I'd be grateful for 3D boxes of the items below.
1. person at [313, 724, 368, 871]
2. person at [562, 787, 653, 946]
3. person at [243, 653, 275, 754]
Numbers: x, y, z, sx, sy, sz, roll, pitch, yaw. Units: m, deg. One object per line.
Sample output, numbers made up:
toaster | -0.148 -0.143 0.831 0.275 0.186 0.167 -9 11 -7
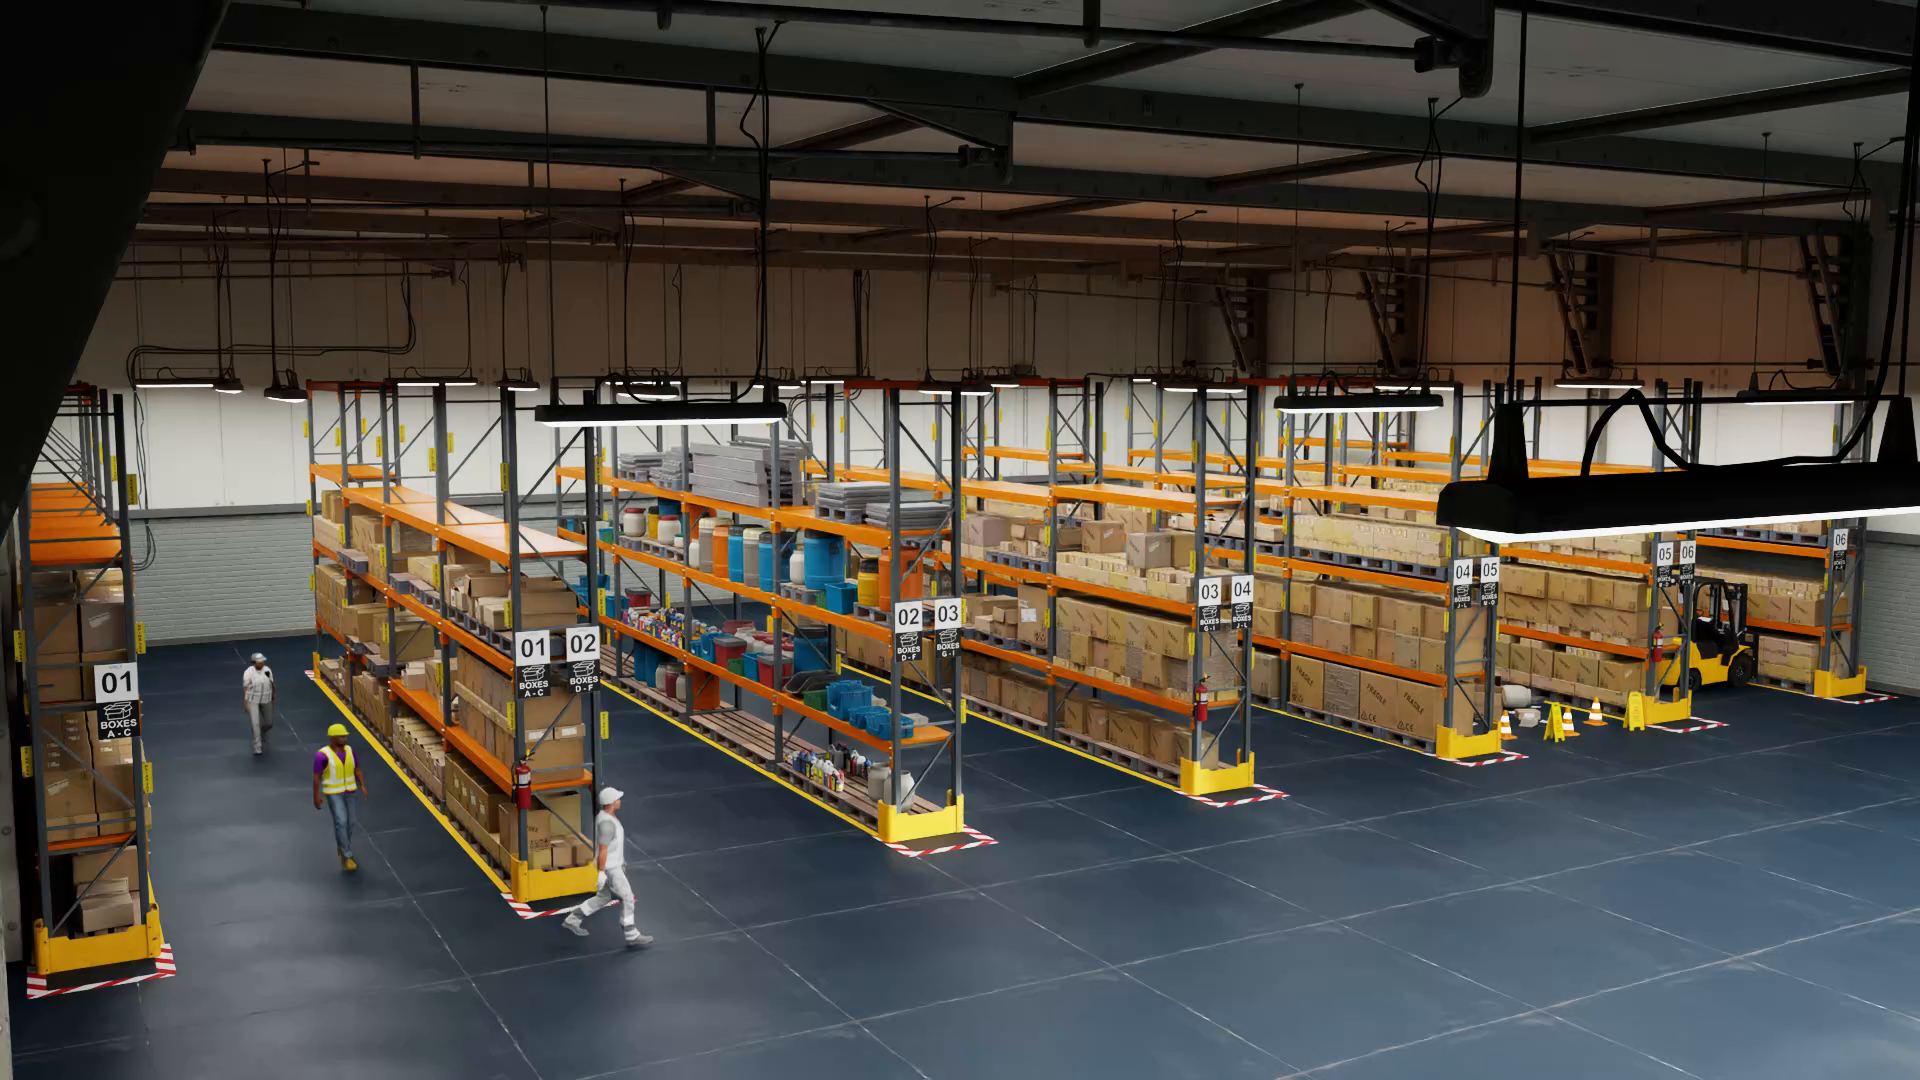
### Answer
person | -7.776 3.236 21.077 0.782 1.765 0.600 5 8 37
person | -3.840 3.539 18.044 1.002 1.758 0.627 0 6 -3
person | -11.477 2.621 27.212 0.480 1.616 0.857 -4 7 -31
